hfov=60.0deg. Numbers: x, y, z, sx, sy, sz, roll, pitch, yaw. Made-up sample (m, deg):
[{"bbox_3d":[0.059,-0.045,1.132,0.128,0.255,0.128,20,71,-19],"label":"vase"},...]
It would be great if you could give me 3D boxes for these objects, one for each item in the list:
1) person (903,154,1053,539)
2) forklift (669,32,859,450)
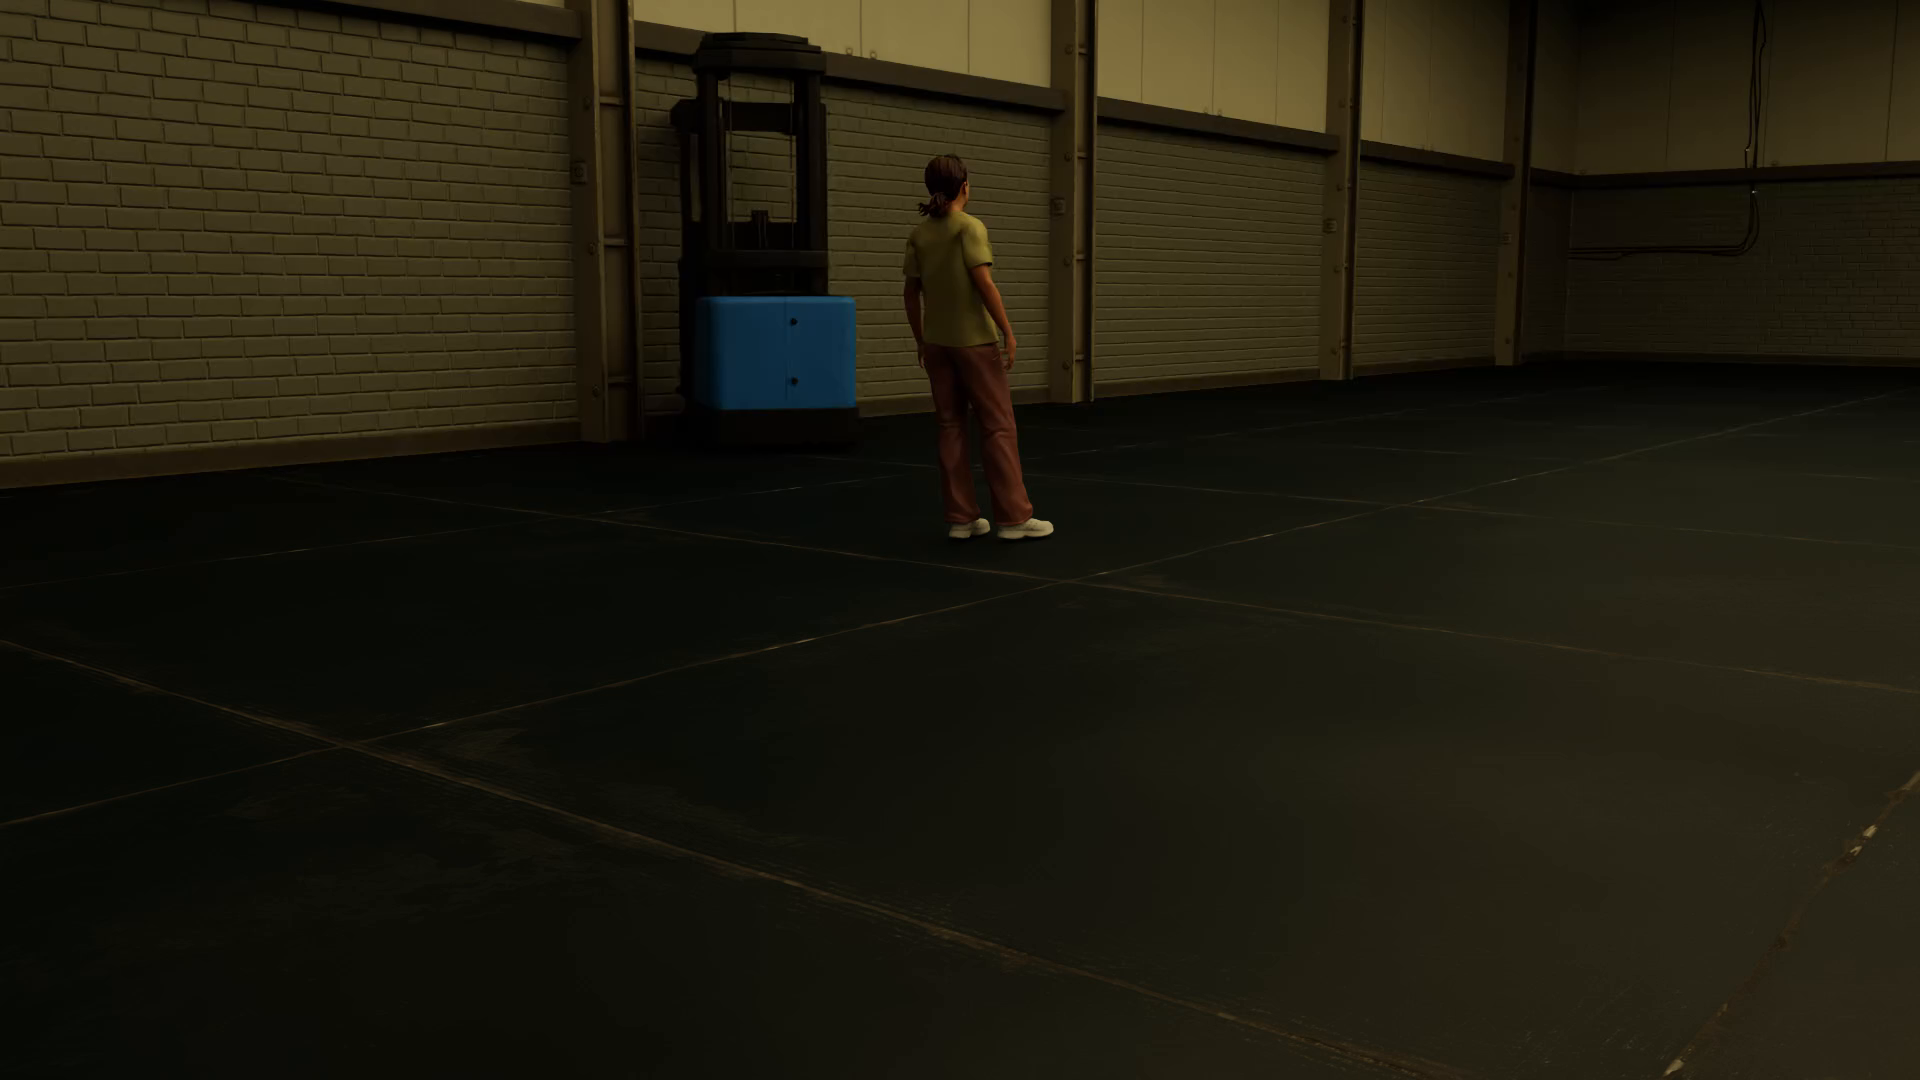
[{"bbox_3d":[0.056,-0.844,7.332,0.553,1.673,0.548,7,11,38],"label":"person"},{"bbox_3d":[-1.601,-2.253,12.678,1.130,2.935,3.031,-2,9,-16],"label":"forklift"}]
